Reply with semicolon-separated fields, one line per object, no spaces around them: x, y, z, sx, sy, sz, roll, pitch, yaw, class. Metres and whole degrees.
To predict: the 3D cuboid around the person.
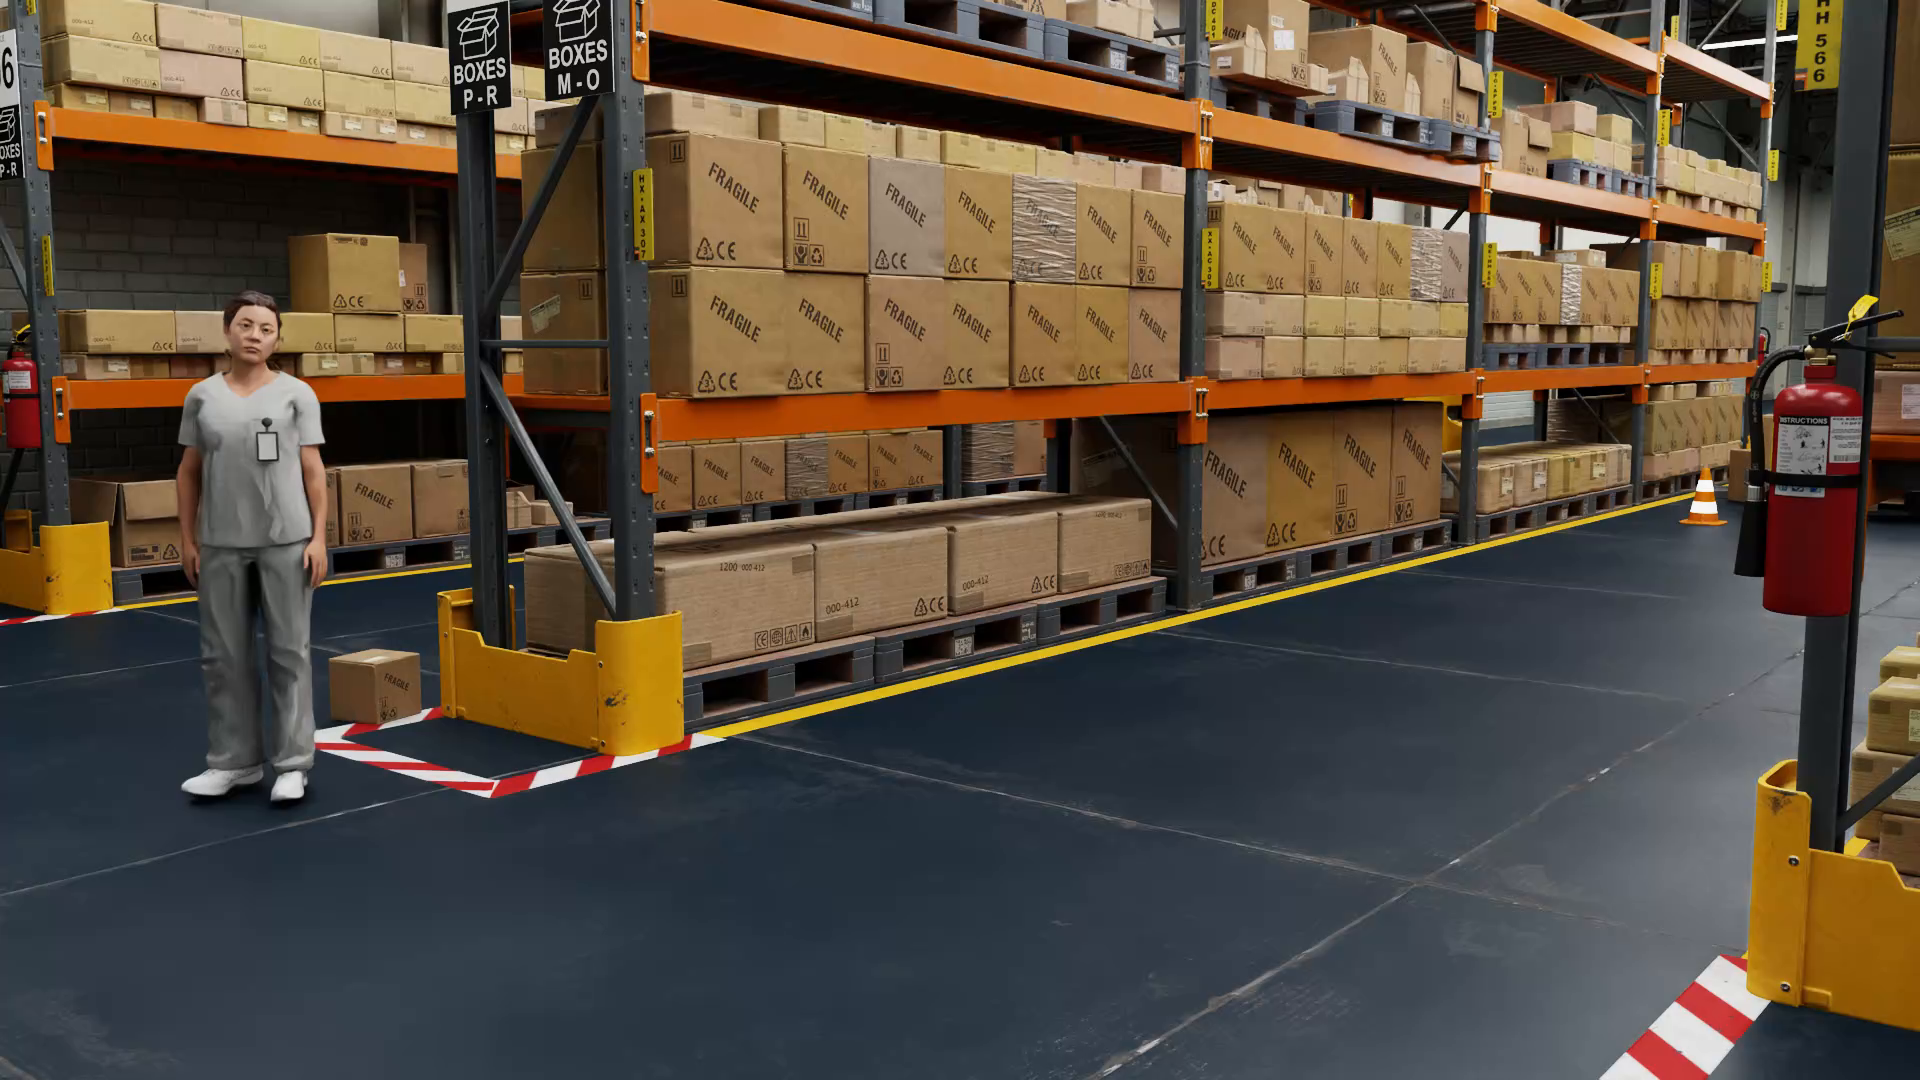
-2.338;0.020;5.487;0.489;1.672;0.373;-1;7;-8;person
